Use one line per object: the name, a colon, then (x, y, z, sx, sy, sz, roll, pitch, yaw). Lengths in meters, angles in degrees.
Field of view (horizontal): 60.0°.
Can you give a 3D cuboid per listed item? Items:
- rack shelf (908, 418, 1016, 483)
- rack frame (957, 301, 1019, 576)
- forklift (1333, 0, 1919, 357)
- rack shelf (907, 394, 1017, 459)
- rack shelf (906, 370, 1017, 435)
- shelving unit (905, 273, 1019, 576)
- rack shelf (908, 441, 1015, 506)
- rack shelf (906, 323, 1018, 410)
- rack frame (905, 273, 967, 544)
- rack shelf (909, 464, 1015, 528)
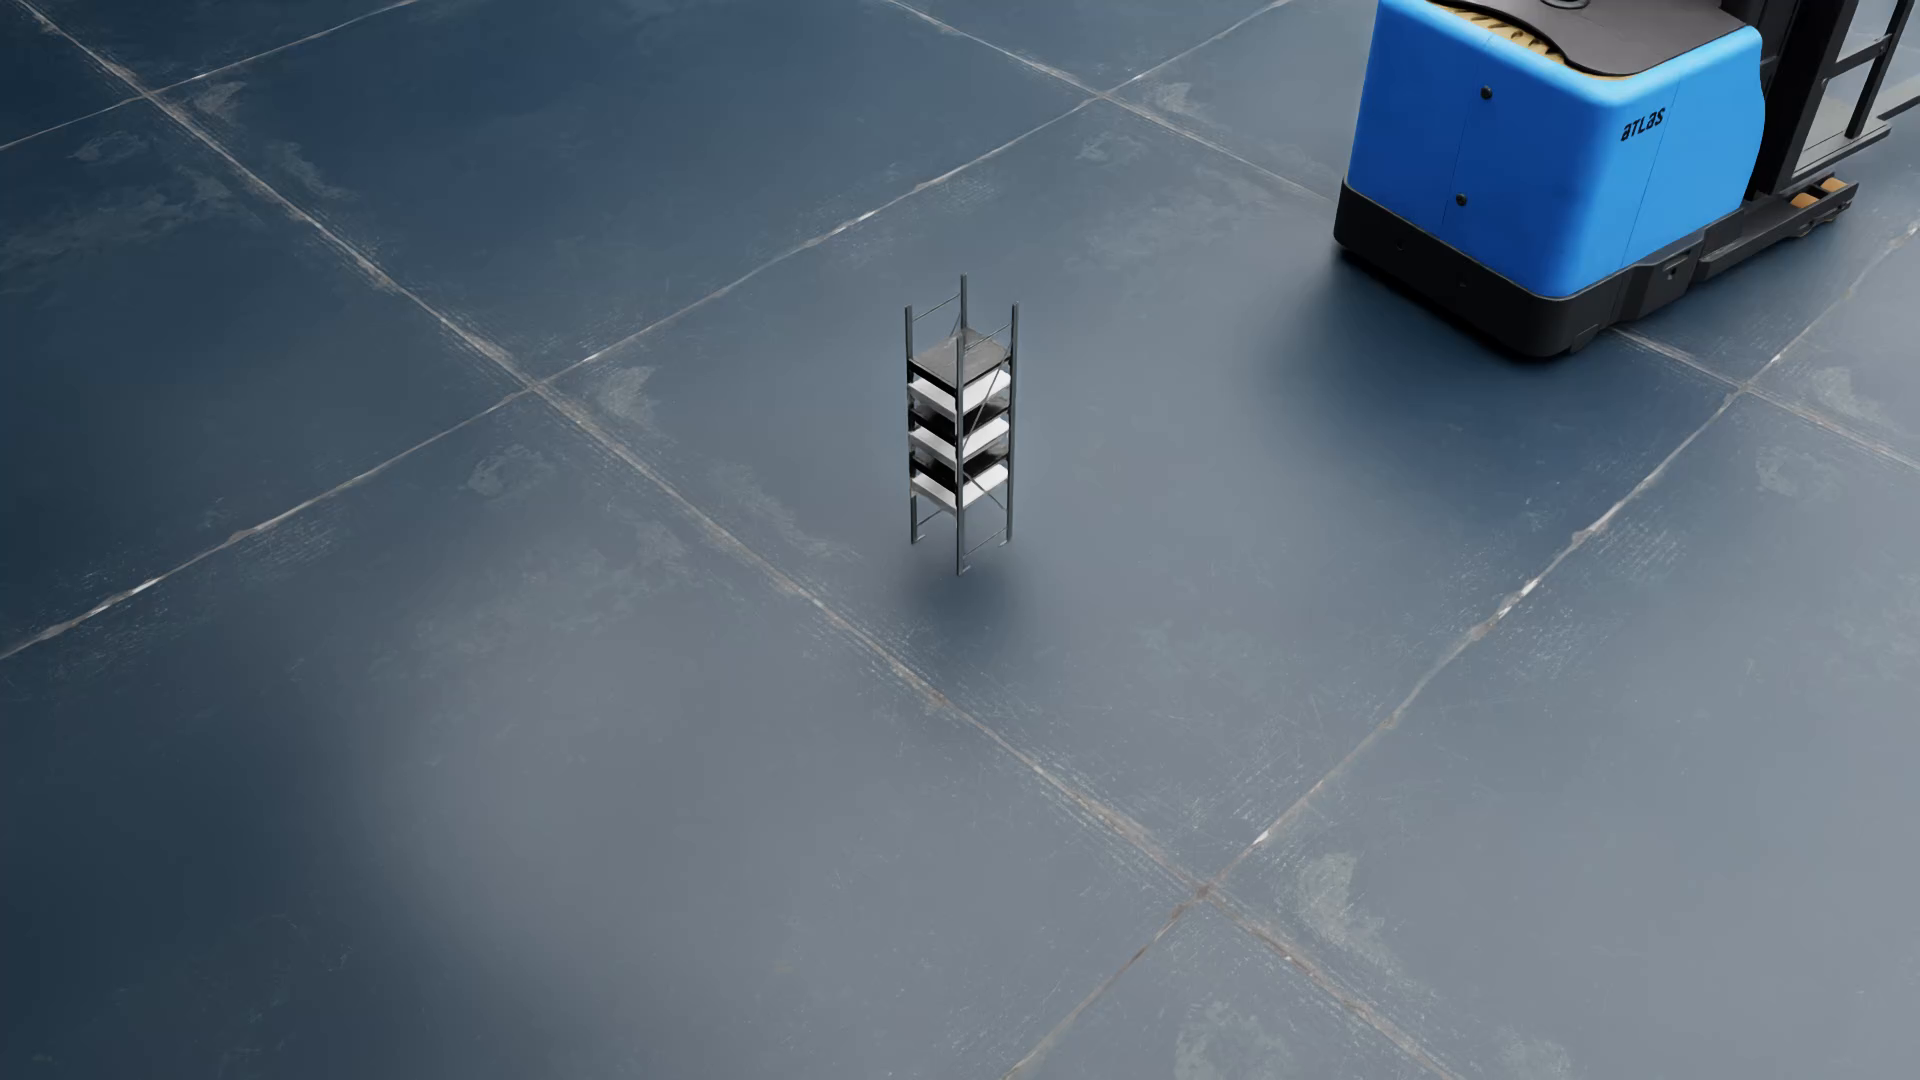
rack shelf: (0.006, -0.302, 4.963, 0.258, 0.077, 0.200, -34, 53, -31)
rack frame: (0.078, -0.278, 4.888, 0.240, 0.900, 0.006, -34, 53, -31)
forklift: (2.930, -2.531, 5.830, 3.031, 2.935, 1.130, -26, 49, -26)
rack shelf: (0.006, -0.368, 4.902, 0.258, 0.077, 0.200, -34, 53, -31)
rack shelf: (0.006, -0.434, 4.841, 0.258, 0.077, 0.200, -34, 53, -31)
shelving unit: (0.006, -0.327, 4.940, 0.258, 0.900, 0.210, -34, 53, -31)
rack shelf: (0.006, -0.236, 5.024, 0.258, 0.077, 0.200, -34, 53, -31)
rack shelf: (0.006, -0.500, 4.780, 0.258, 0.077, 0.200, -34, 53, -31)
rack frame: (-0.066, -0.375, 4.993, 0.240, 0.900, 0.006, -34, 53, -31)
rack shelf: (0.006, -0.170, 5.085, 0.258, 0.077, 0.200, -34, 53, -31)
